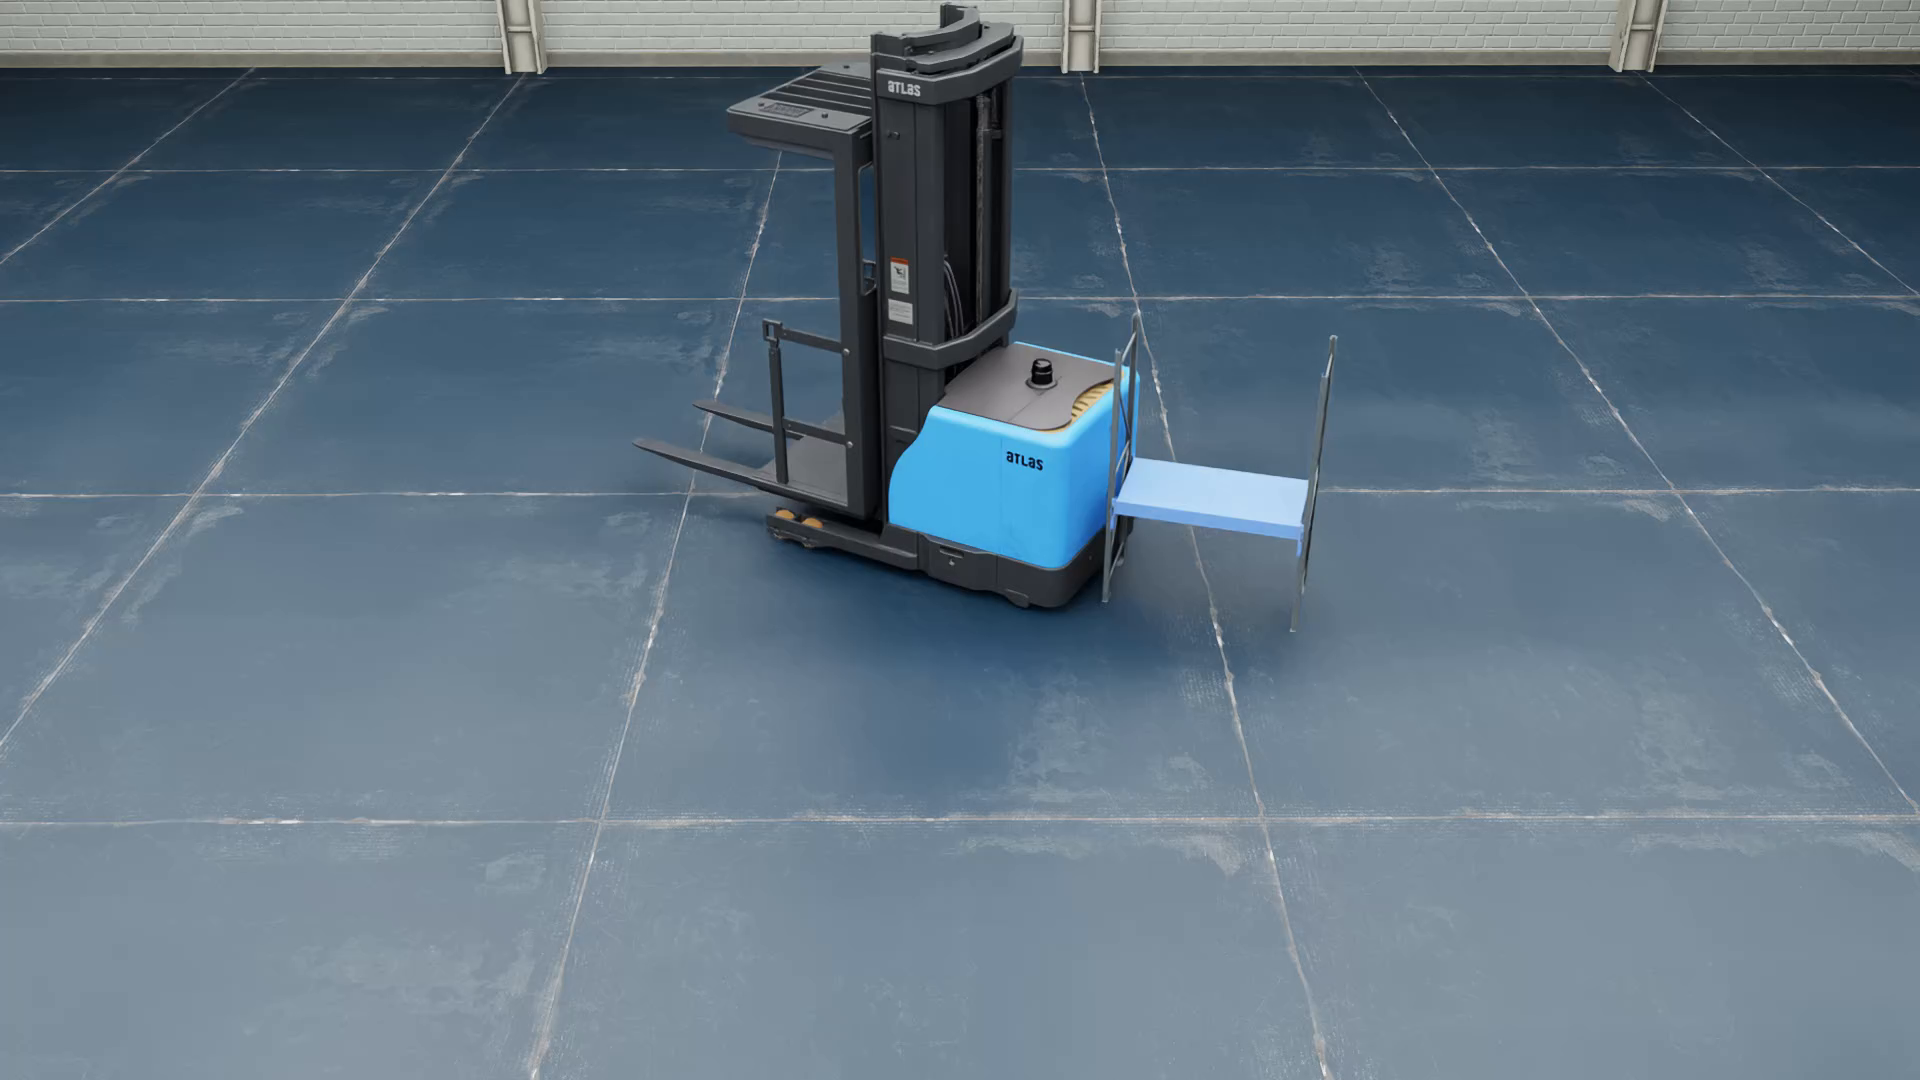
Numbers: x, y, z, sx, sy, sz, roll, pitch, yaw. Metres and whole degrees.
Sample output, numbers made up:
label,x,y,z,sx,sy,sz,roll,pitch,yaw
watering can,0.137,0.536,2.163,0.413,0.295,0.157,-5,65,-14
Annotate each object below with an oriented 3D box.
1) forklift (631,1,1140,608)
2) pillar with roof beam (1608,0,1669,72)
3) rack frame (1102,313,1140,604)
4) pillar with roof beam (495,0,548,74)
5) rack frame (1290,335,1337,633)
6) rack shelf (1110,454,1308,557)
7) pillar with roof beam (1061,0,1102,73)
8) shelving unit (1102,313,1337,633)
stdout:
label,x,y,z,sx,sy,sz,roll,pitch,yaw
forklift,-0.537,-1.431,9.171,3.031,2.935,1.130,16,35,25
pillar with roof beam,7.326,-6.756,12.099,0.400,9.000,9.100,0,31,0
rack frame,0.858,-0.419,8.884,0.032,1.500,0.500,9,32,14
pillar with roof beam,-4.674,-6.719,12.038,0.400,9.000,9.100,0,31,0
rack frame,1.835,-0.273,8.644,0.032,1.500,0.500,9,32,14
rack shelf,1.346,-0.193,8.857,1.000,0.185,0.538,9,32,14
pillar with roof beam,1.326,-6.737,12.069,0.400,9.000,9.100,0,31,0
shelving unit,1.346,-0.346,8.764,1.048,1.500,0.538,9,32,14
